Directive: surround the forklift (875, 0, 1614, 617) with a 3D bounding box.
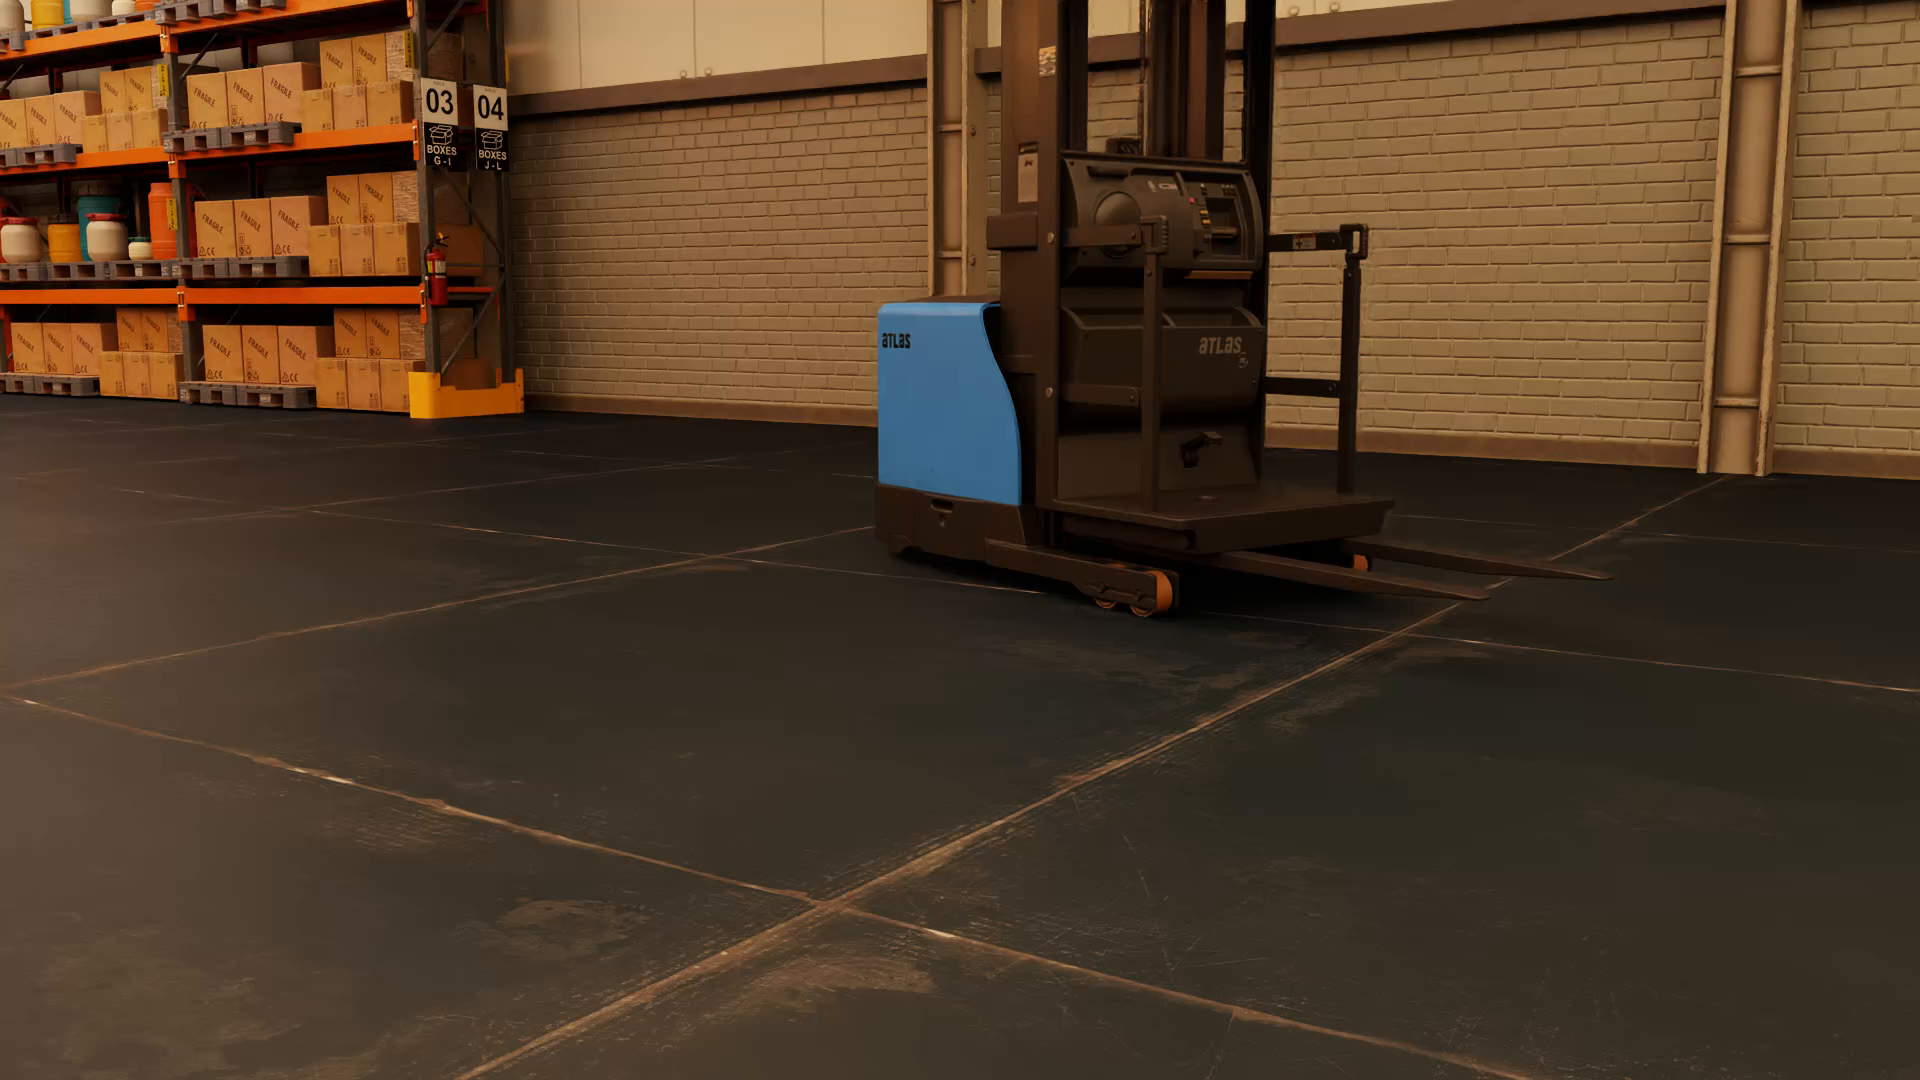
[{"bbox_3d":[0.899,-1.261,6.060,1.130,2.935,3.031,-6,10,-35],"label":"forklift"}]
